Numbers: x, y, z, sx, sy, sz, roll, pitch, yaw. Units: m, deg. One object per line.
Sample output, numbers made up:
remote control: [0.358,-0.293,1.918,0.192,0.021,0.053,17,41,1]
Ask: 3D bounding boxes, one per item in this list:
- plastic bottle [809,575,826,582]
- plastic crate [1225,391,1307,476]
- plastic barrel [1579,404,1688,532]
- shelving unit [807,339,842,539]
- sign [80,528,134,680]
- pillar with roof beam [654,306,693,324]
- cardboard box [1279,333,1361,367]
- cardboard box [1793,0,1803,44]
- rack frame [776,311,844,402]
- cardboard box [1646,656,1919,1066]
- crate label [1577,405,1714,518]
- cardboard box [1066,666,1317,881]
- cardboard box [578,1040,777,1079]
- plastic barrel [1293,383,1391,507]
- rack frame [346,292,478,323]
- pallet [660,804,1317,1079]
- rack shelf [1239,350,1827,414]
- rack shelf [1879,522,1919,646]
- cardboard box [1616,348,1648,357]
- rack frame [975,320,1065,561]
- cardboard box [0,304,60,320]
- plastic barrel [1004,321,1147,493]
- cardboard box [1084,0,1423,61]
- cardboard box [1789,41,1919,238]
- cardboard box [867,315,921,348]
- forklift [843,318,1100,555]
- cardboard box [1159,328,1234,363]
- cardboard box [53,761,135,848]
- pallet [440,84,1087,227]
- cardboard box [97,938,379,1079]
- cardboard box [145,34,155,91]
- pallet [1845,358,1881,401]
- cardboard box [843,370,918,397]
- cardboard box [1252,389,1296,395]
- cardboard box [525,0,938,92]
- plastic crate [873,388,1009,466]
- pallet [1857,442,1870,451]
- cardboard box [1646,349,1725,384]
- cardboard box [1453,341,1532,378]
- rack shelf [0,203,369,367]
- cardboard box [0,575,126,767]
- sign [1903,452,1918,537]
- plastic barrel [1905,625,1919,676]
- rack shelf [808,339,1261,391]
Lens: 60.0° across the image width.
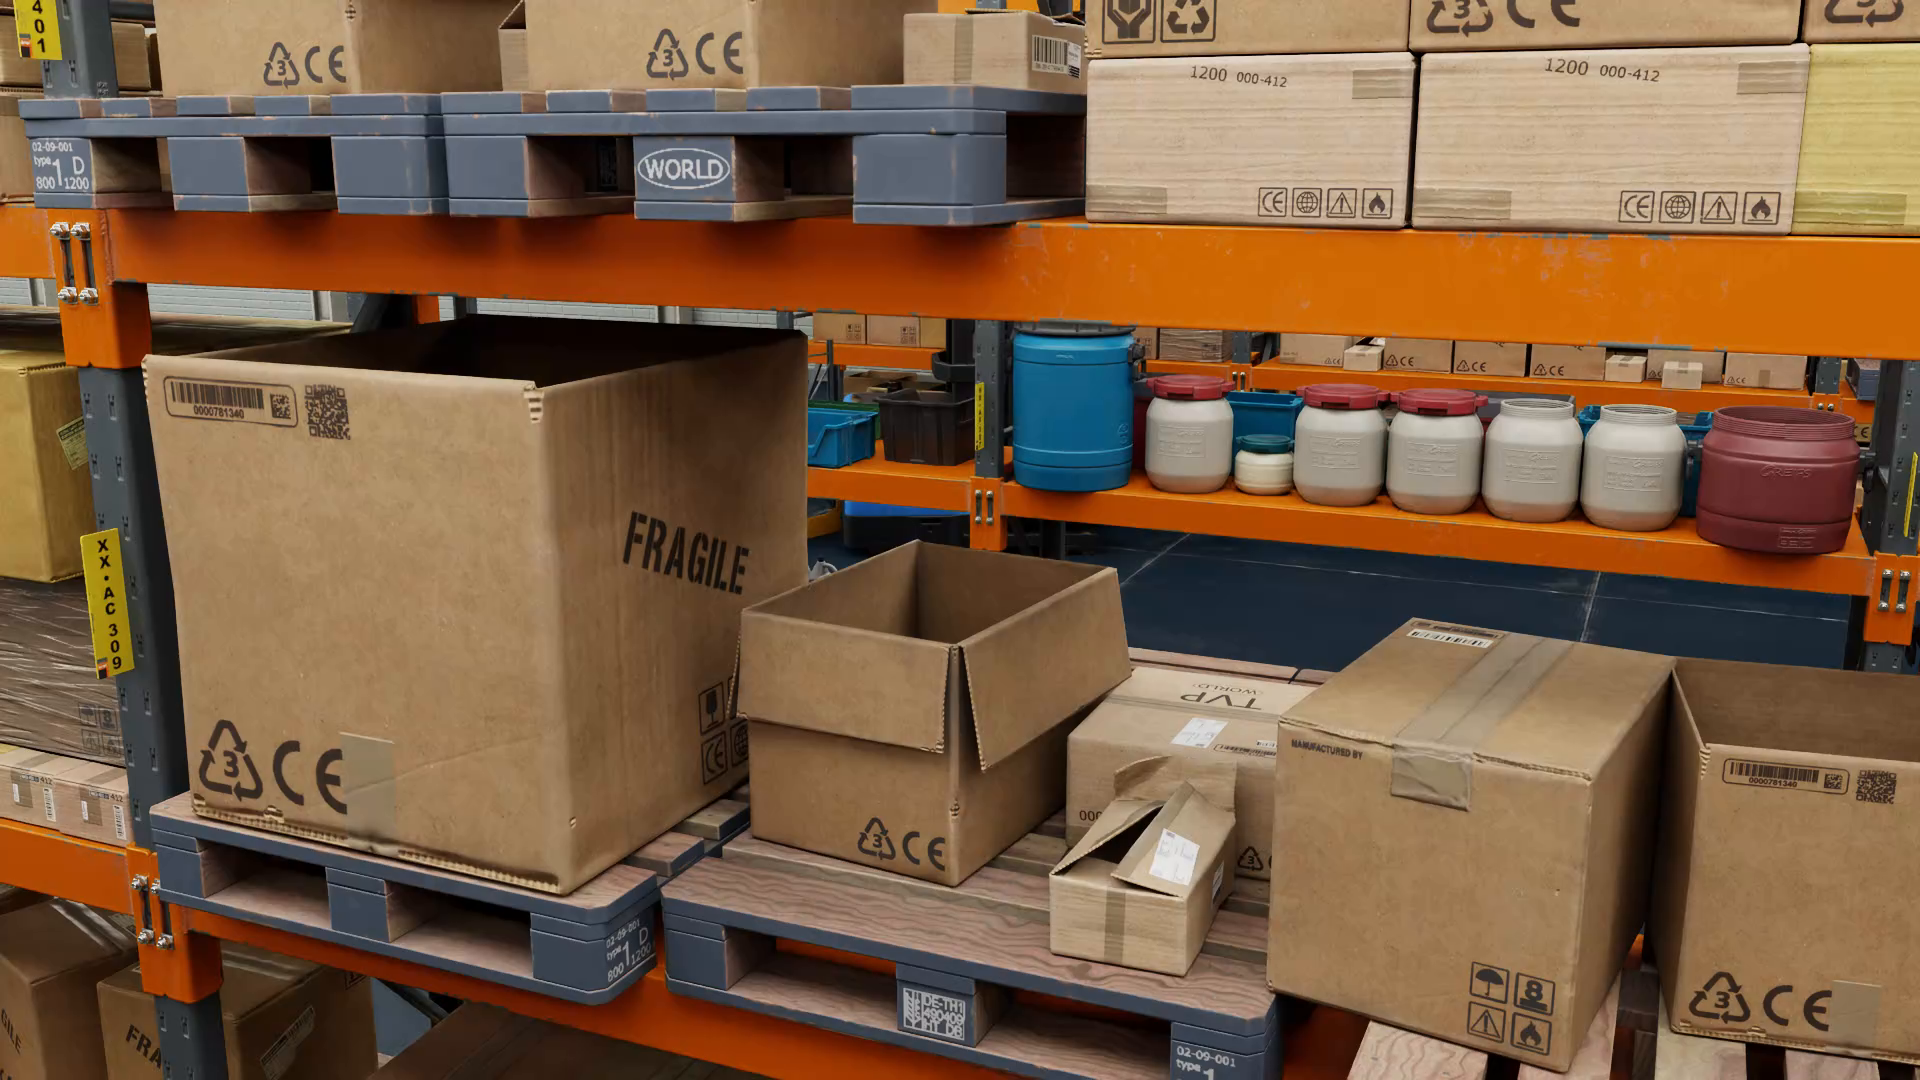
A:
plastic bottle: [-0.839,0.341,9.735,0.135,0.276,0.152,6,14,23]
plastic crate: [1.464,-0.541,8.529,0.575,0.384,0.392,6,14,23]
plastic barrel: [2.960,-0.321,7.311,0.421,0.512,0.421,0,13,0]
shelving unit: [-1.528,-0.835,13.032,1.083,1.500,0.587,10,17,38]
sign: [-1.889,0.141,3.692,0.005,0.325,0.100,6,14,23]
pillar with roof beam: [-5.554,-5.718,17.424,0.400,9.000,9.100,6,14,23]
cardboard box: [2.807,-1.511,12.955,0.500,0.250,0.500,7,15,27]
cardboard box: [1.655,-1.031,2.703,0.500,0.500,0.500,6,14,24]
rack frame: [-1.318,-1.990,14.671,0.127,3.000,1.000,6,14,23]
cardboard box: [1.471,0.524,2.818,0.500,0.500,0.500,4,14,16]
crate label: [3.188,-0.381,7.737,0.616,0.435,0.502,6,14,23]
cardboard box: [0.542,0.484,3.534,0.500,0.250,0.500,5,14,22]
cardboard box: [-0.695,1.561,4.046,0.500,0.500,0.700,6,14,23]
plastic barrel: [1.786,-0.450,7.808,0.433,0.535,0.433,0,13,0]
rack frame: [-3.328,-0.956,10.263,0.127,3.000,1.000,6,14,23]
pallet: [0.154,0.737,3.466,1.213,0.211,1.003,6,14,23]
rack shelf: [4.168,-1.085,12.387,4.000,0.370,1.077,6,14,23]
rack shelf: [5.815,0.319,6.402,4.000,0.370,1.077,6,14,23]
cardboard box: [6.824,-1.769,16.595,0.500,0.250,0.500,6,15,24]
rack frame: [0.330,-0.586,8.686,0.127,3.000,1.000,6,14,23]
cardboard box: [-2.900,-0.419,4.915,0.500,0.500,0.500,6,14,23]
plastic barrel: [0.560,-0.731,8.206,0.708,0.901,0.600,6,14,23]
cardboard box: [0.523,-1.020,2.655,0.500,0.500,0.500,6,15,24]
cardboard box: [1.447,-0.561,2.343,0.500,0.250,0.500,6,14,23]
cardboard box: [-0.414,-1.945,14.261,0.500,0.500,0.700,6,15,25]
forklift: [0.625,-1.437,12.462,3.031,2.935,1.130,-1,13,-4]
cardboard box: [1.931,-1.709,13.251,0.500,0.500,0.700,5,14,22]
cardboard box: [-1.992,0.612,4.129,0.250,0.149,0.380,6,14,23]
pallet: [-0.206,-0.746,3.211,1.003,0.211,1.213,6,14,23]
cardboard box: [-2.026,1.416,4.708,0.500,0.500,0.500,5,14,22]
cardboard box: [-2.120,-1.238,4.353,0.250,0.149,0.380,5,14,20]
pallet: [6.645,-1.109,11.333,1.003,0.211,1.213,6,14,23]
cardboard box: [-0.707,-1.234,14.904,0.500,0.500,0.500,6,14,23]
cardboard box: [3.377,-1.740,18.113,0.500,0.500,0.500,5,14,19]
cardboard box: [-0.425,-1.115,3.230,0.637,0.503,0.797,6,15,26]
plastic crate: [-0.097,-0.631,9.012,0.504,0.338,0.767,6,14,23]
pallet: [8.690,-0.839,15.867,1.213,0.211,1.003,6,14,23]
cardboard box: [5.257,-1.330,12.051,0.500,0.311,0.500,6,14,23]
cardboard box: [3.975,-1.499,12.359,0.500,0.500,0.500,6,14,23]
rack shelf: [-3.505,-0.847,4.805,4.000,0.370,1.077,6,14,23]
cardboard box: [-2.063,0.201,4.464,0.500,0.500,0.875,6,14,23]
sign: [3.770,-0.180,6.597,0.005,0.325,0.100,6,14,23]
plastic barrel: [4.441,0.678,7.131,0.708,0.830,0.600,6,14,23]
rack shelf: [0.511,-1.455,13.964,4.000,0.370,1.077,6,14,23]
